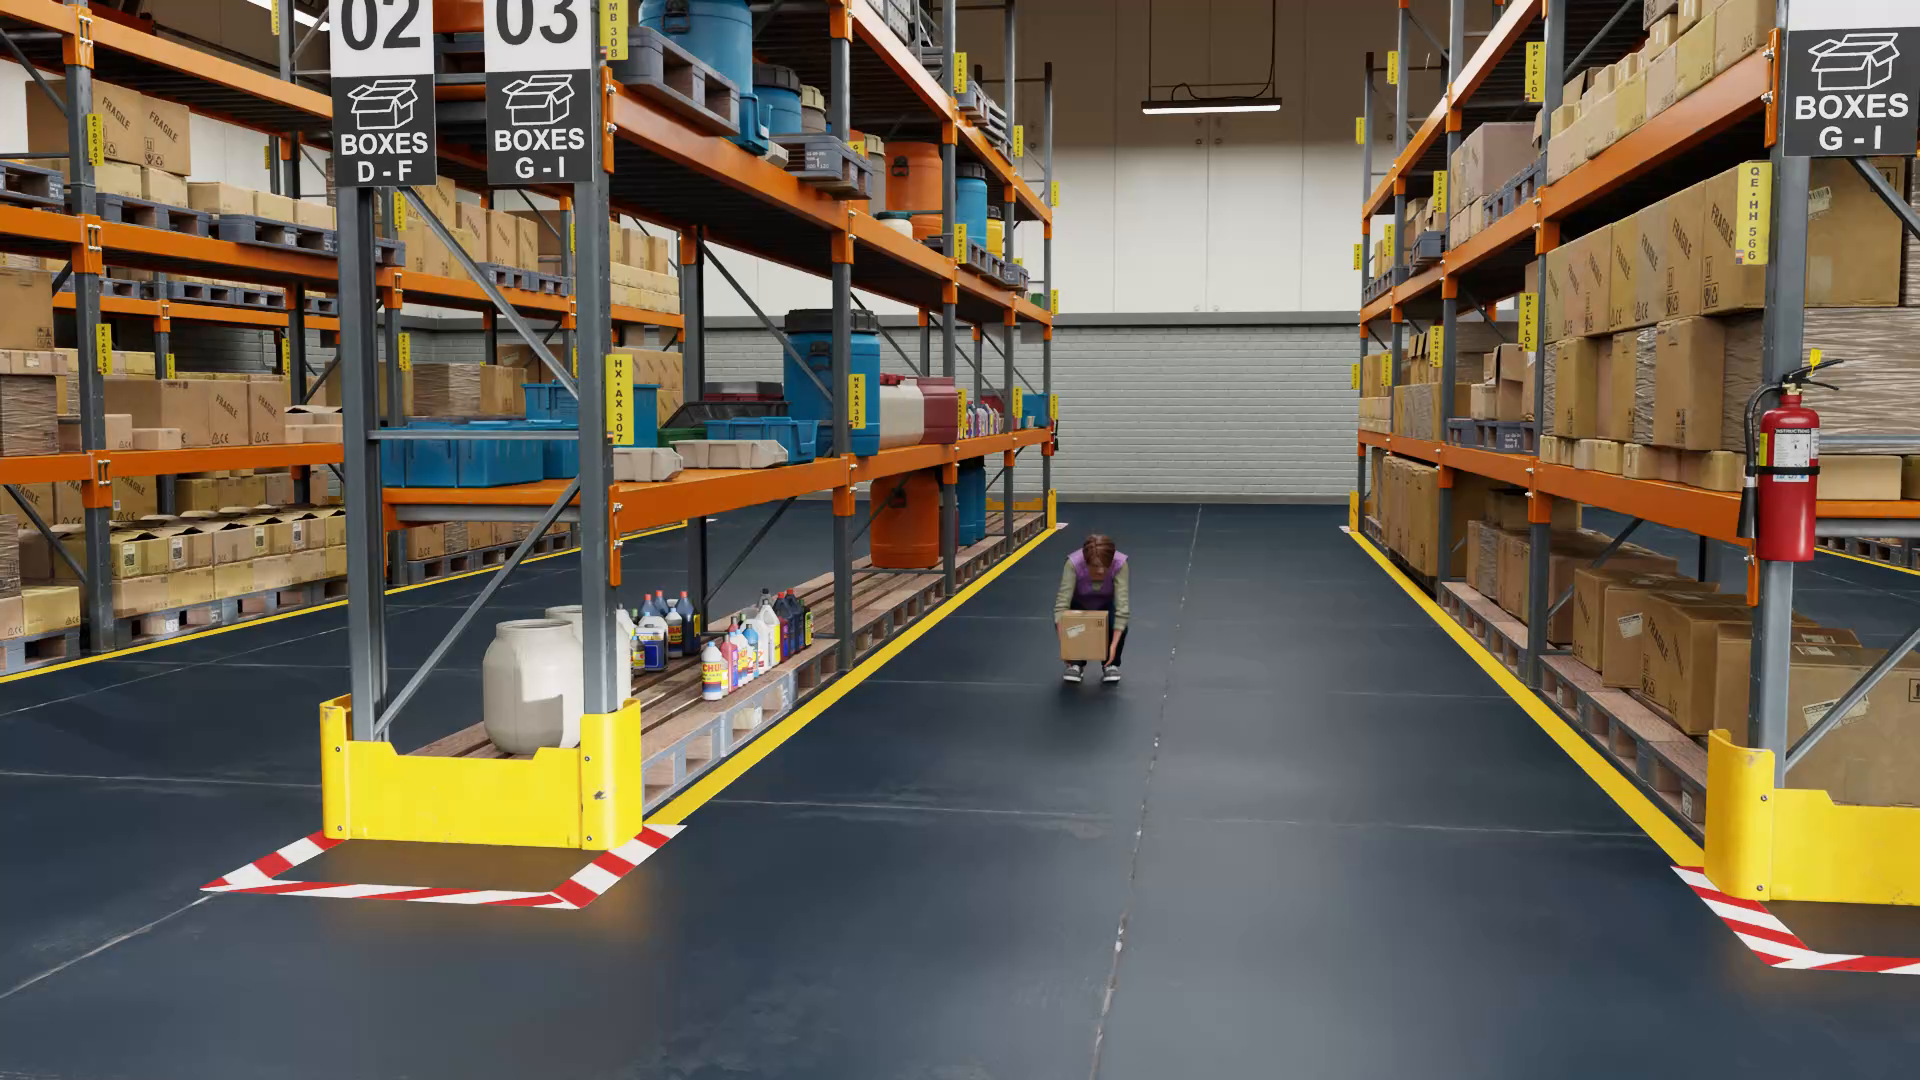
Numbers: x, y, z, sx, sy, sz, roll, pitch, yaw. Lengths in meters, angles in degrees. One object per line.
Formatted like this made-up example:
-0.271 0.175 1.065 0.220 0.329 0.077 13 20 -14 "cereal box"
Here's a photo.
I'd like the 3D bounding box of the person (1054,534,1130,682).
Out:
0.779 0.390 9.694 0.438 0.894 0.811 1 5 9 "person"
